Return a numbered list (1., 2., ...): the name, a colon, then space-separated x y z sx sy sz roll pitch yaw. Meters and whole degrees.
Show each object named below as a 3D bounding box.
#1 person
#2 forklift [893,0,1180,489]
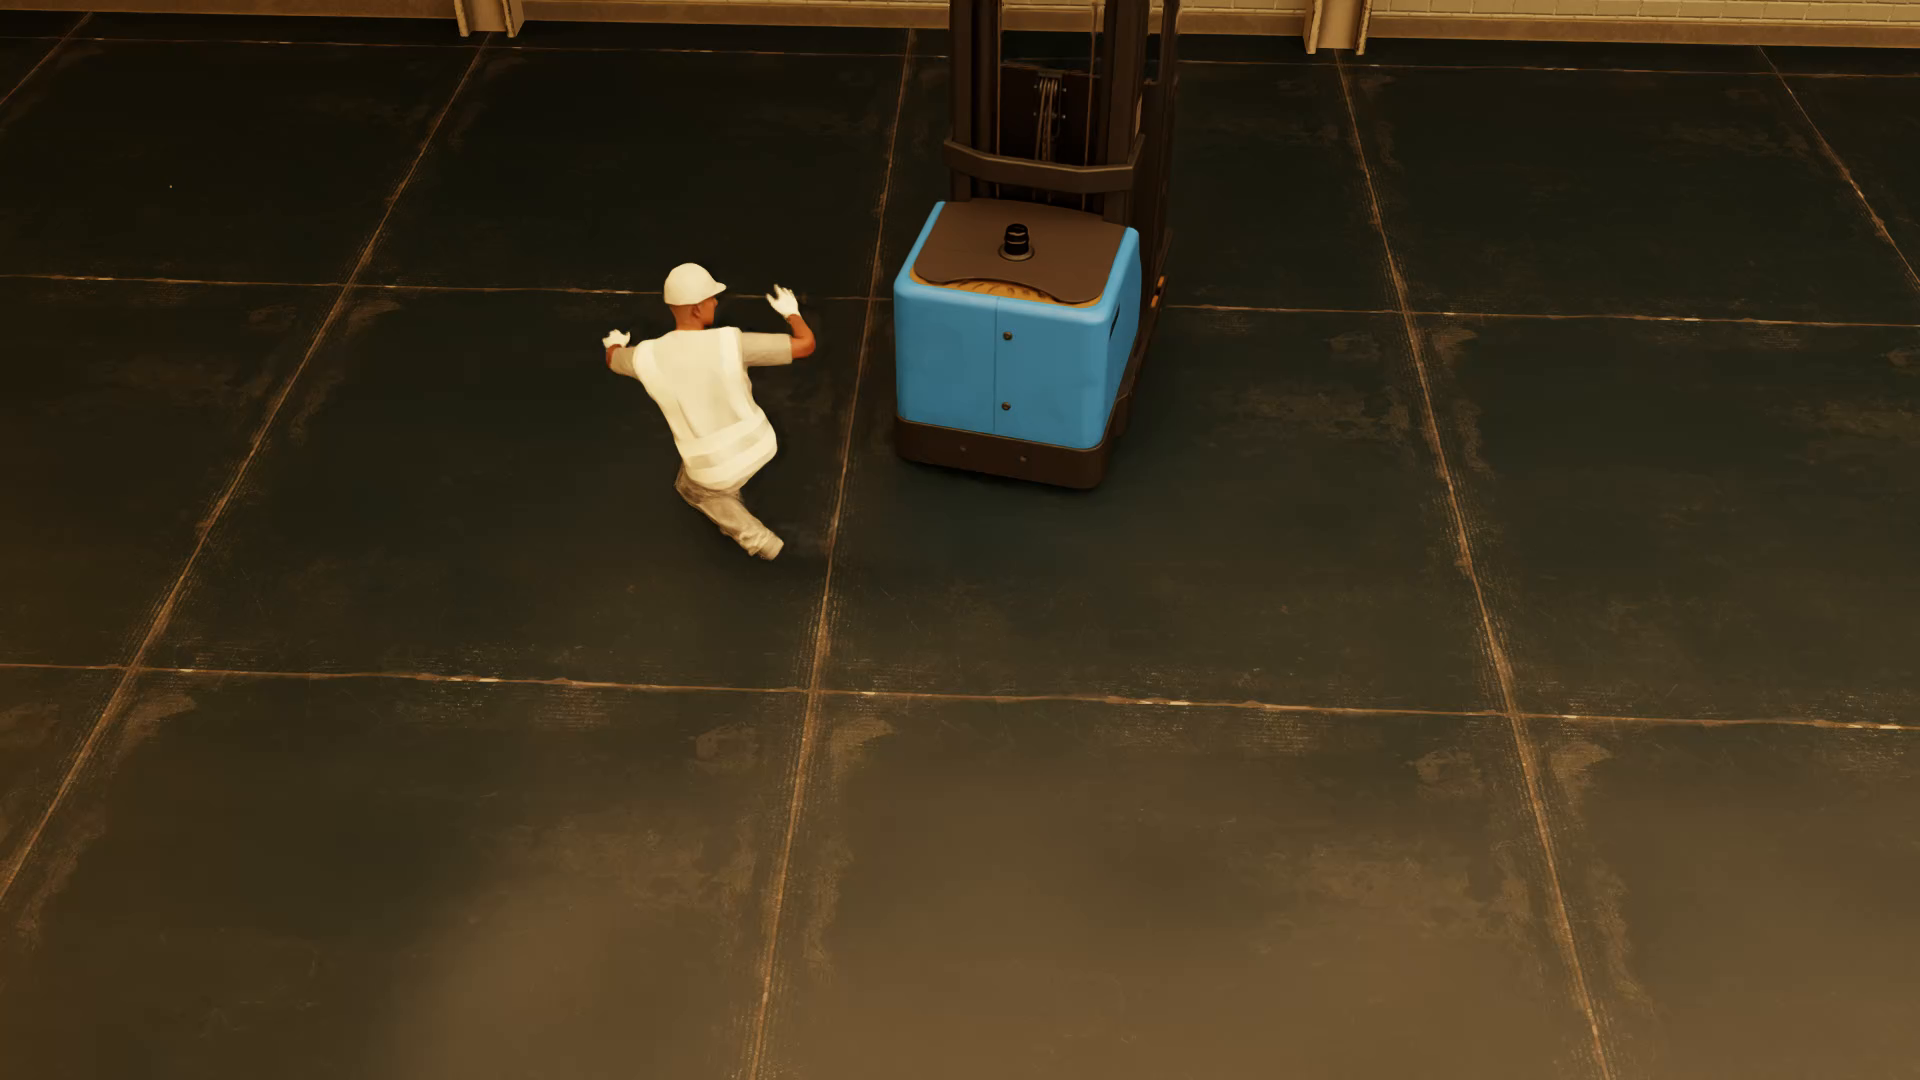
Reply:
1. person: -1.115 -0.648 7.531 0.841 1.489 1.112 -24 47 -24
2. forklift: 0.550 -2.337 8.302 1.130 2.935 3.031 10 43 11
